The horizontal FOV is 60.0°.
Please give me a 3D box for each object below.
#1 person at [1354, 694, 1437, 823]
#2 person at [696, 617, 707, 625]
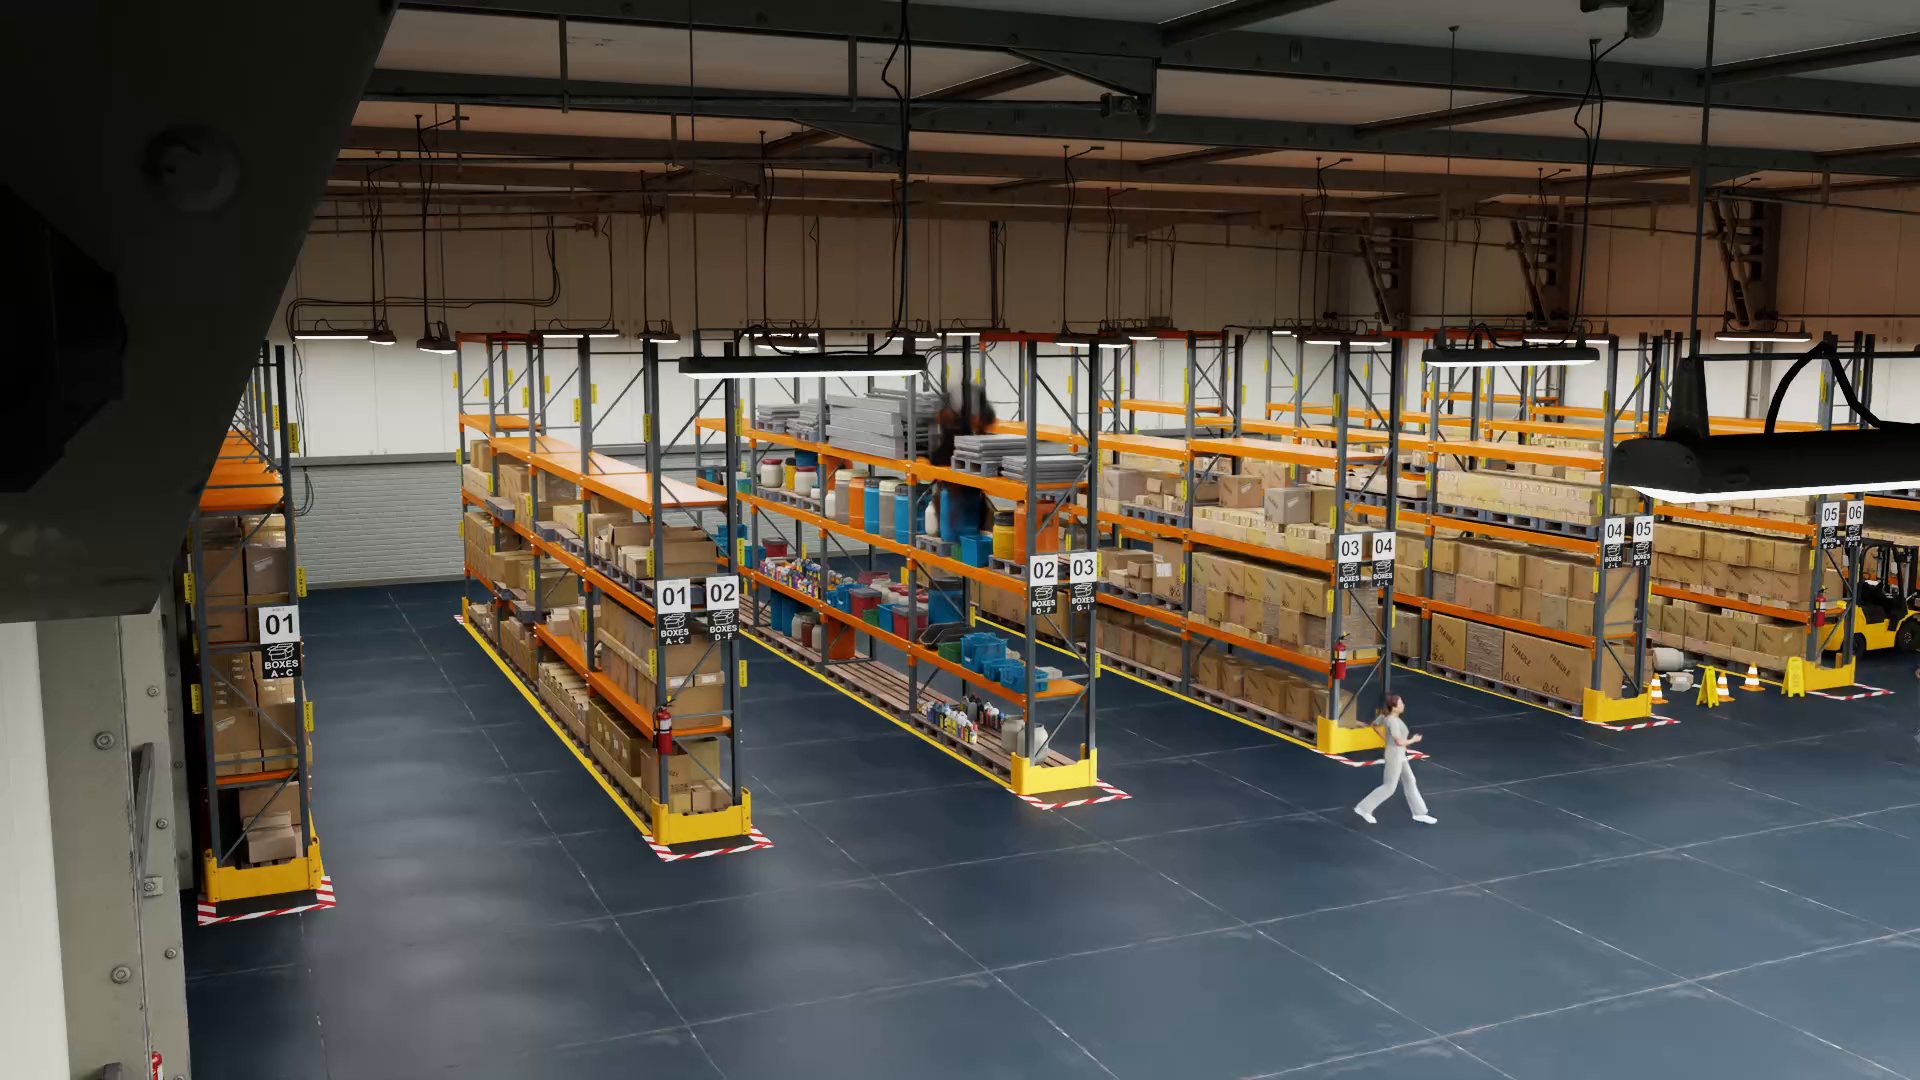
[{"bbox_3d":[5.427,2.715,20.628,1.027,1.640,0.574,1,8,8],"label":"person"},{"bbox_3d":[-4.557,1.509,29.452,0.608,1.680,0.938,-5,9,-35],"label":"person"}]
